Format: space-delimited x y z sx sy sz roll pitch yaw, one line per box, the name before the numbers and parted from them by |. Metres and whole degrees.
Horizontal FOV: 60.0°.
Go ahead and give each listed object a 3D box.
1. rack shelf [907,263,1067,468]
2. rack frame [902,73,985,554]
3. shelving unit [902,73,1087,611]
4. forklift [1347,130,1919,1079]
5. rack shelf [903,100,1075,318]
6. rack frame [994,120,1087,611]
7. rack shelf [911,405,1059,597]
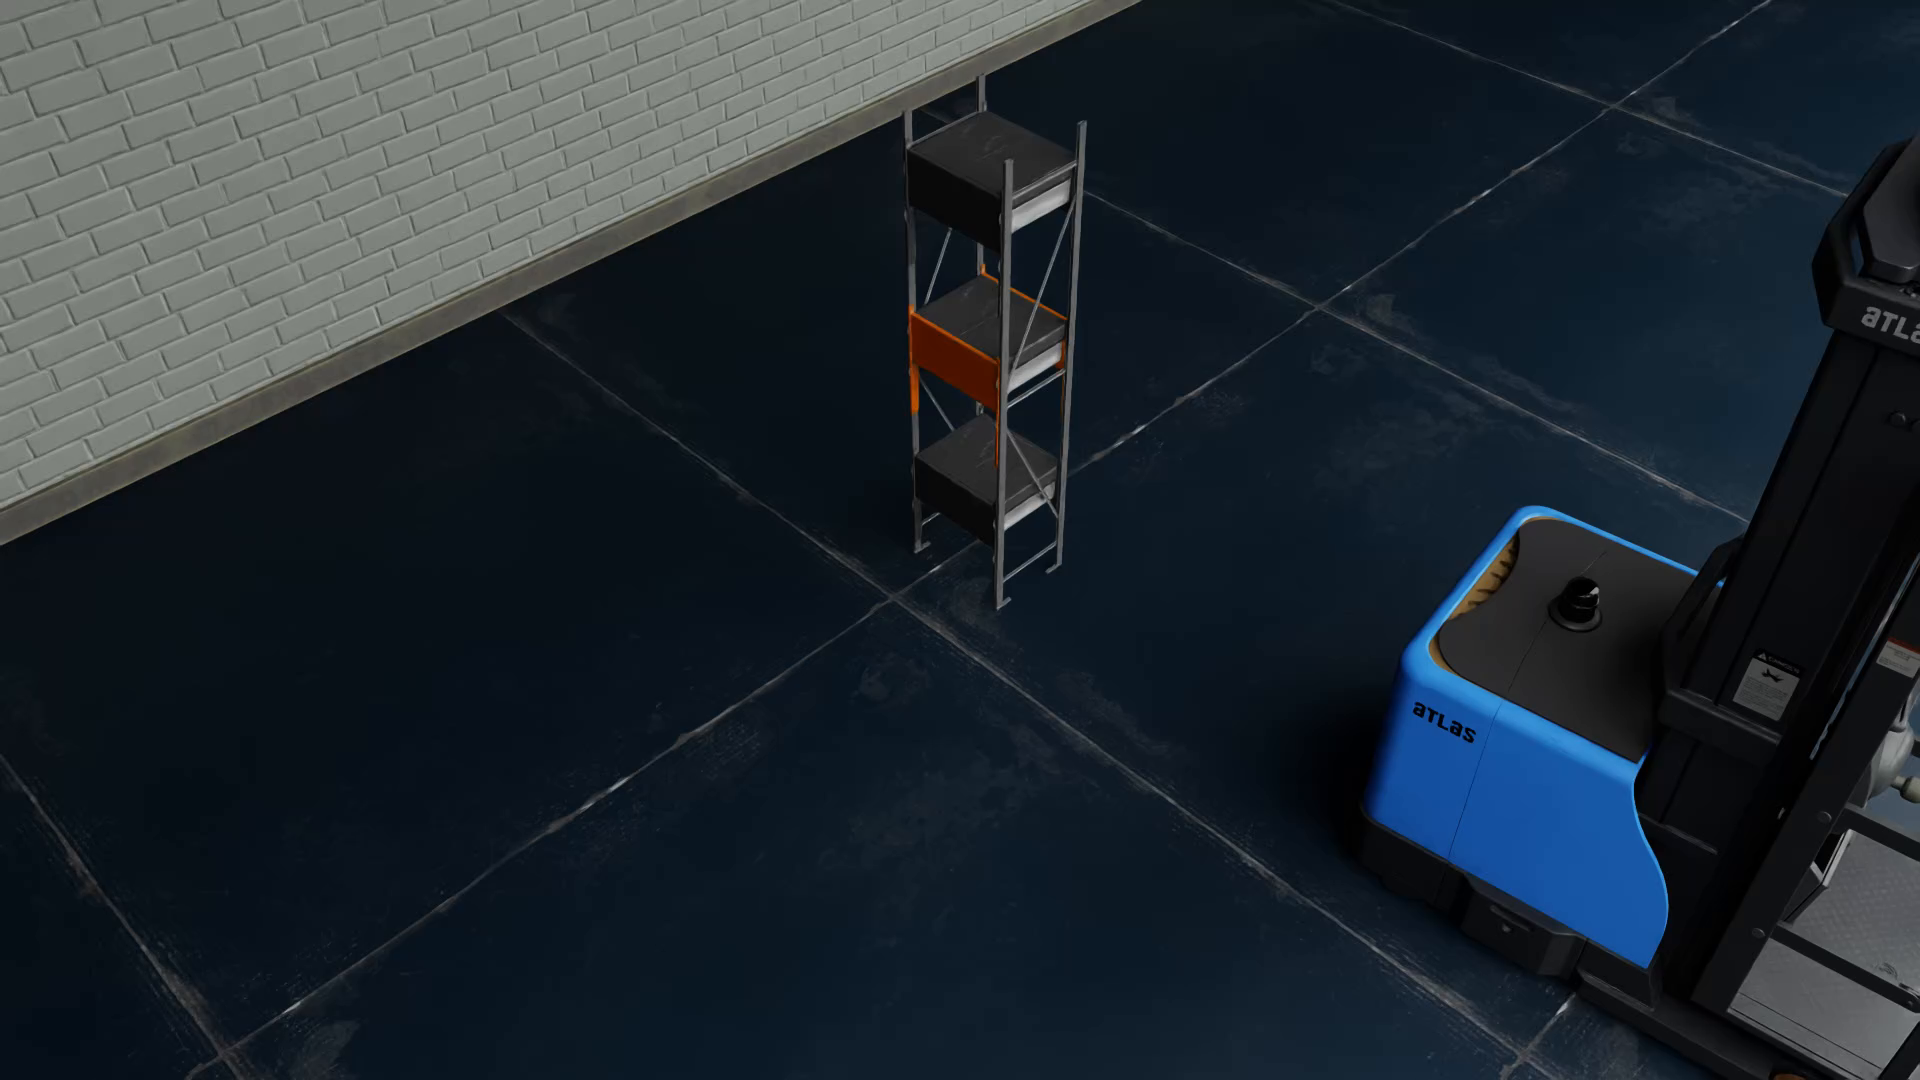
rack shelf | 0.117 -0.682 6.461 0.431 0.518 0.480 -34 53 -31
rack frame | -0.055 -0.809 6.578 0.400 2.100 0.015 -34 53 -31
shelving unit | 0.117 -0.692 6.451 0.431 2.100 0.503 -34 53 -31
forklift | 2.862 0.439 4.615 3.031 2.935 1.130 28 50 27
rack shelf | 0.117 -1.196 5.986 0.431 0.518 0.480 -34 53 -31
rack frame | 0.289 -0.574 6.324 0.400 2.100 0.015 -34 53 -31
rack shelf | 0.117 -0.167 6.936 0.431 0.518 0.480 -34 53 -31
